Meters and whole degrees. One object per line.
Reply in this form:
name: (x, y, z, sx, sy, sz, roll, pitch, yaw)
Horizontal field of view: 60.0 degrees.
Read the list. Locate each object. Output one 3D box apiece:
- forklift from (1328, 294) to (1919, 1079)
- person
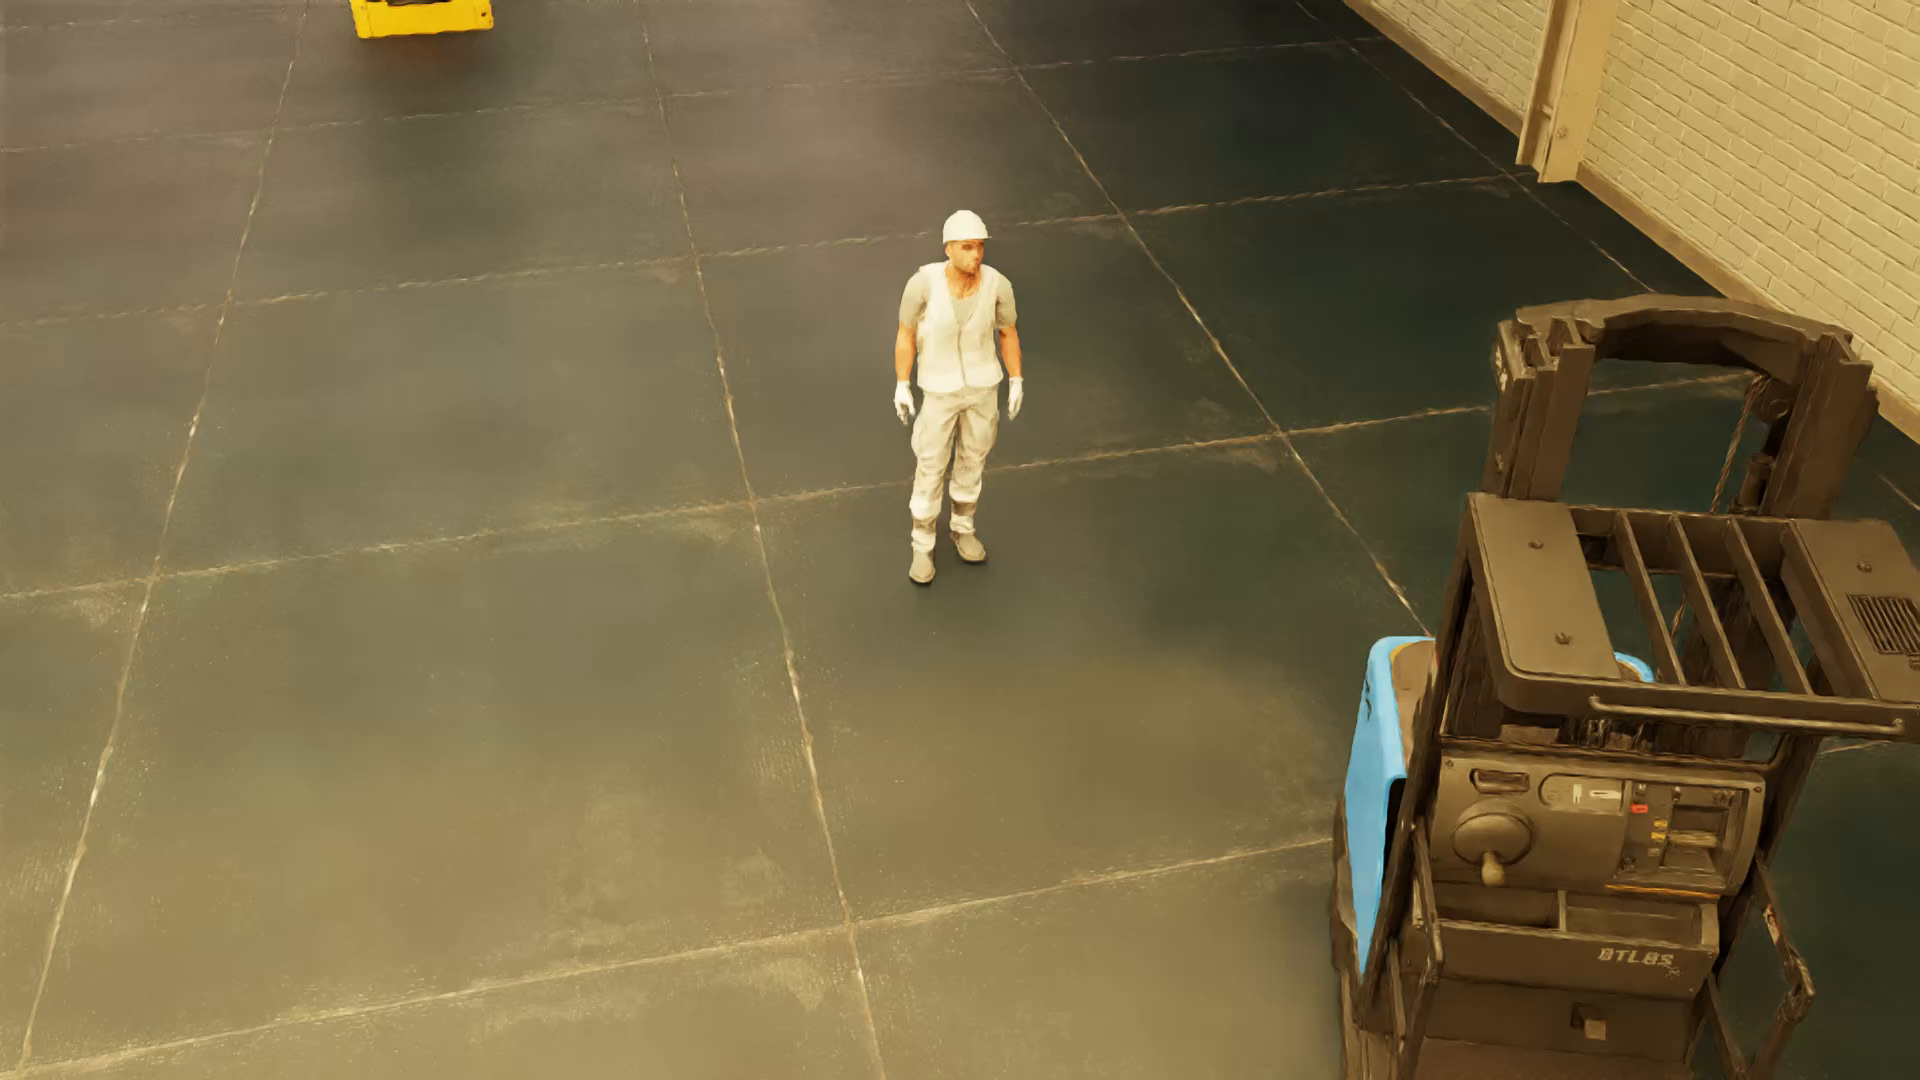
forklift: (1.867, 0.919, 4.773, 1.130, 2.935, 3.031, 4, 36, 6)
person: (0.007, -0.684, 7.967, 0.637, 1.787, 0.563, -8, 36, -11)
